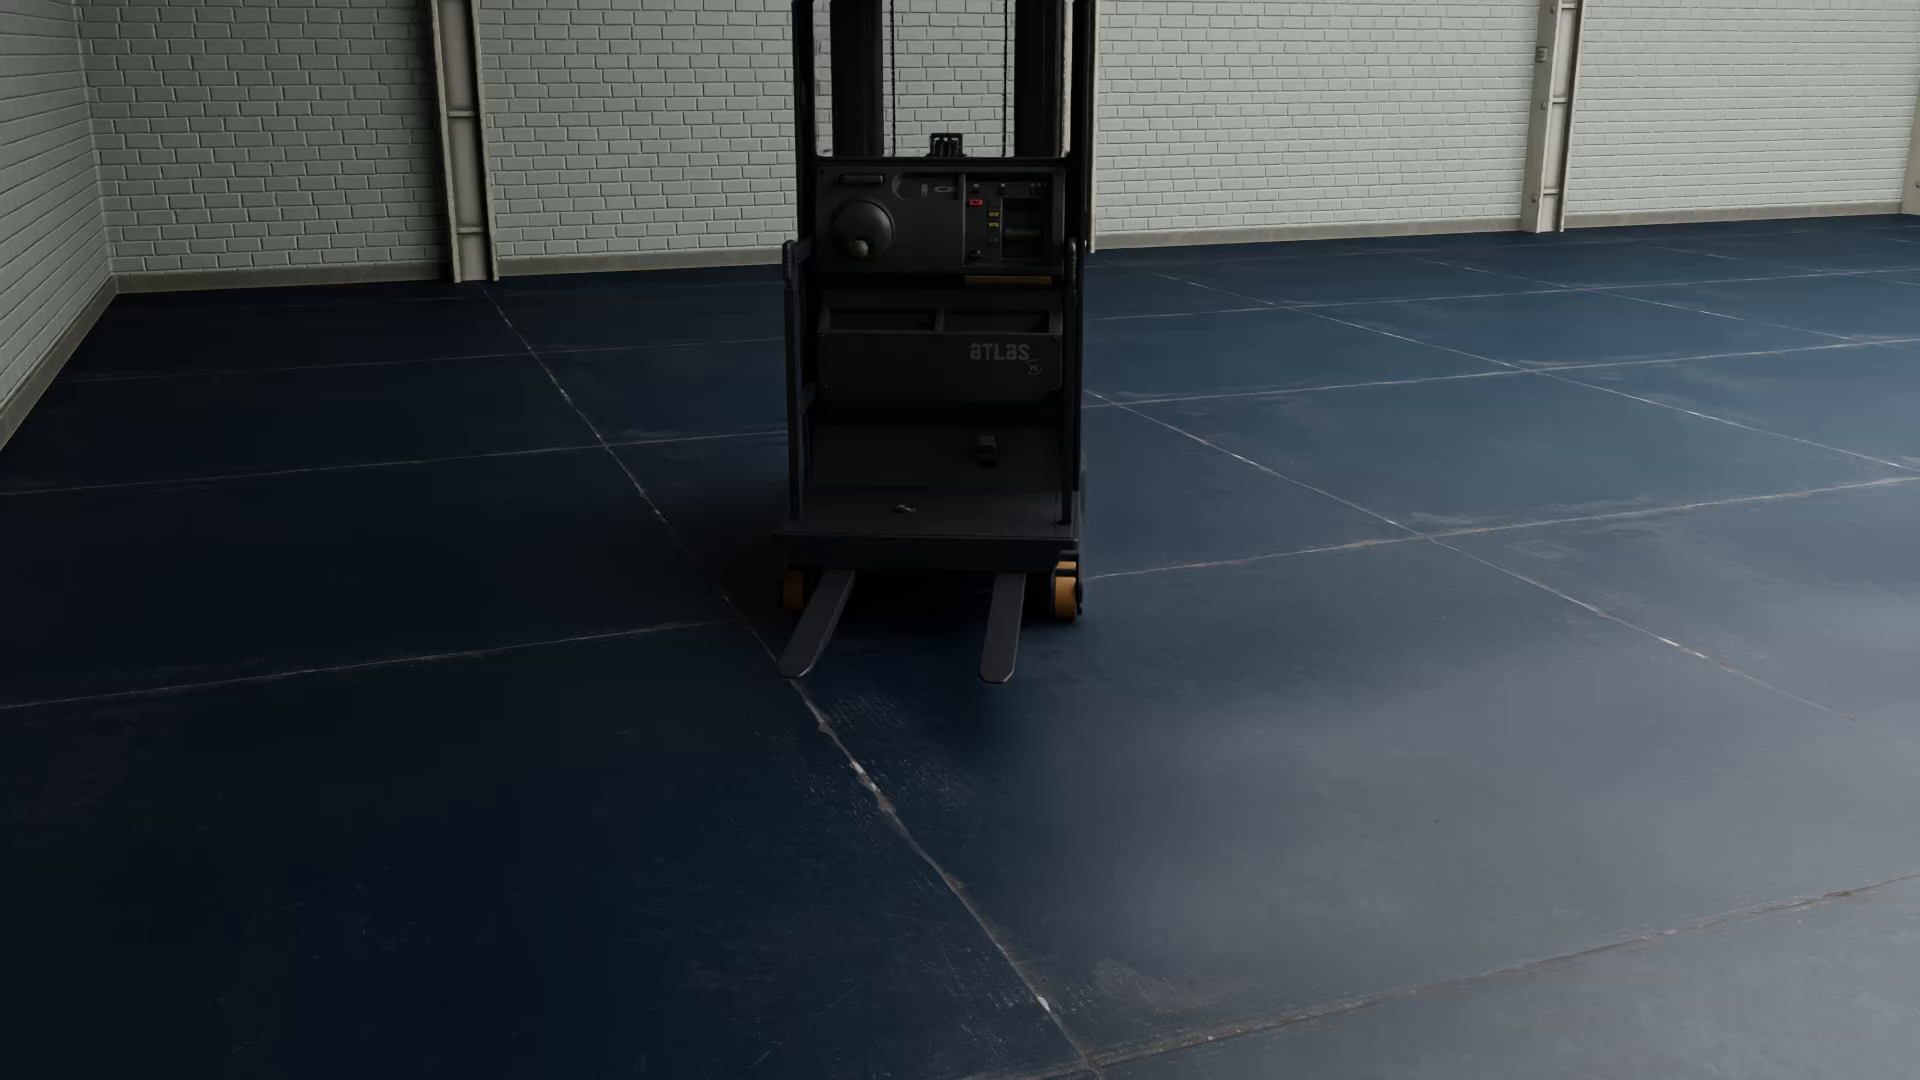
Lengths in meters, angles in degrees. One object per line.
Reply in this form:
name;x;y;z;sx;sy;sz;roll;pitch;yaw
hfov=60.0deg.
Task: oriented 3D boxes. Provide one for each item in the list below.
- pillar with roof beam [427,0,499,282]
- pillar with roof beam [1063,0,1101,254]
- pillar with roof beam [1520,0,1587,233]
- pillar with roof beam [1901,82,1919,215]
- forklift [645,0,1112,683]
pillar with roof beam;-2.902;-5.574;10.108;0.400;9.000;9.100;-6;17;-20
pillar with roof beam;2.700;-6.179;12.168;0.400;9.000;9.100;-6;17;-20
pillar with roof beam;8.303;-6.784;14.228;0.400;9.000;9.100;-6;17;-20
pillar with roof beam;13.906;-7.389;16.288;0.400;9.000;9.100;-6;17;-20
forklift;-0.218;-1.214;6.029;1.130;2.935;3.031;5;17;16
